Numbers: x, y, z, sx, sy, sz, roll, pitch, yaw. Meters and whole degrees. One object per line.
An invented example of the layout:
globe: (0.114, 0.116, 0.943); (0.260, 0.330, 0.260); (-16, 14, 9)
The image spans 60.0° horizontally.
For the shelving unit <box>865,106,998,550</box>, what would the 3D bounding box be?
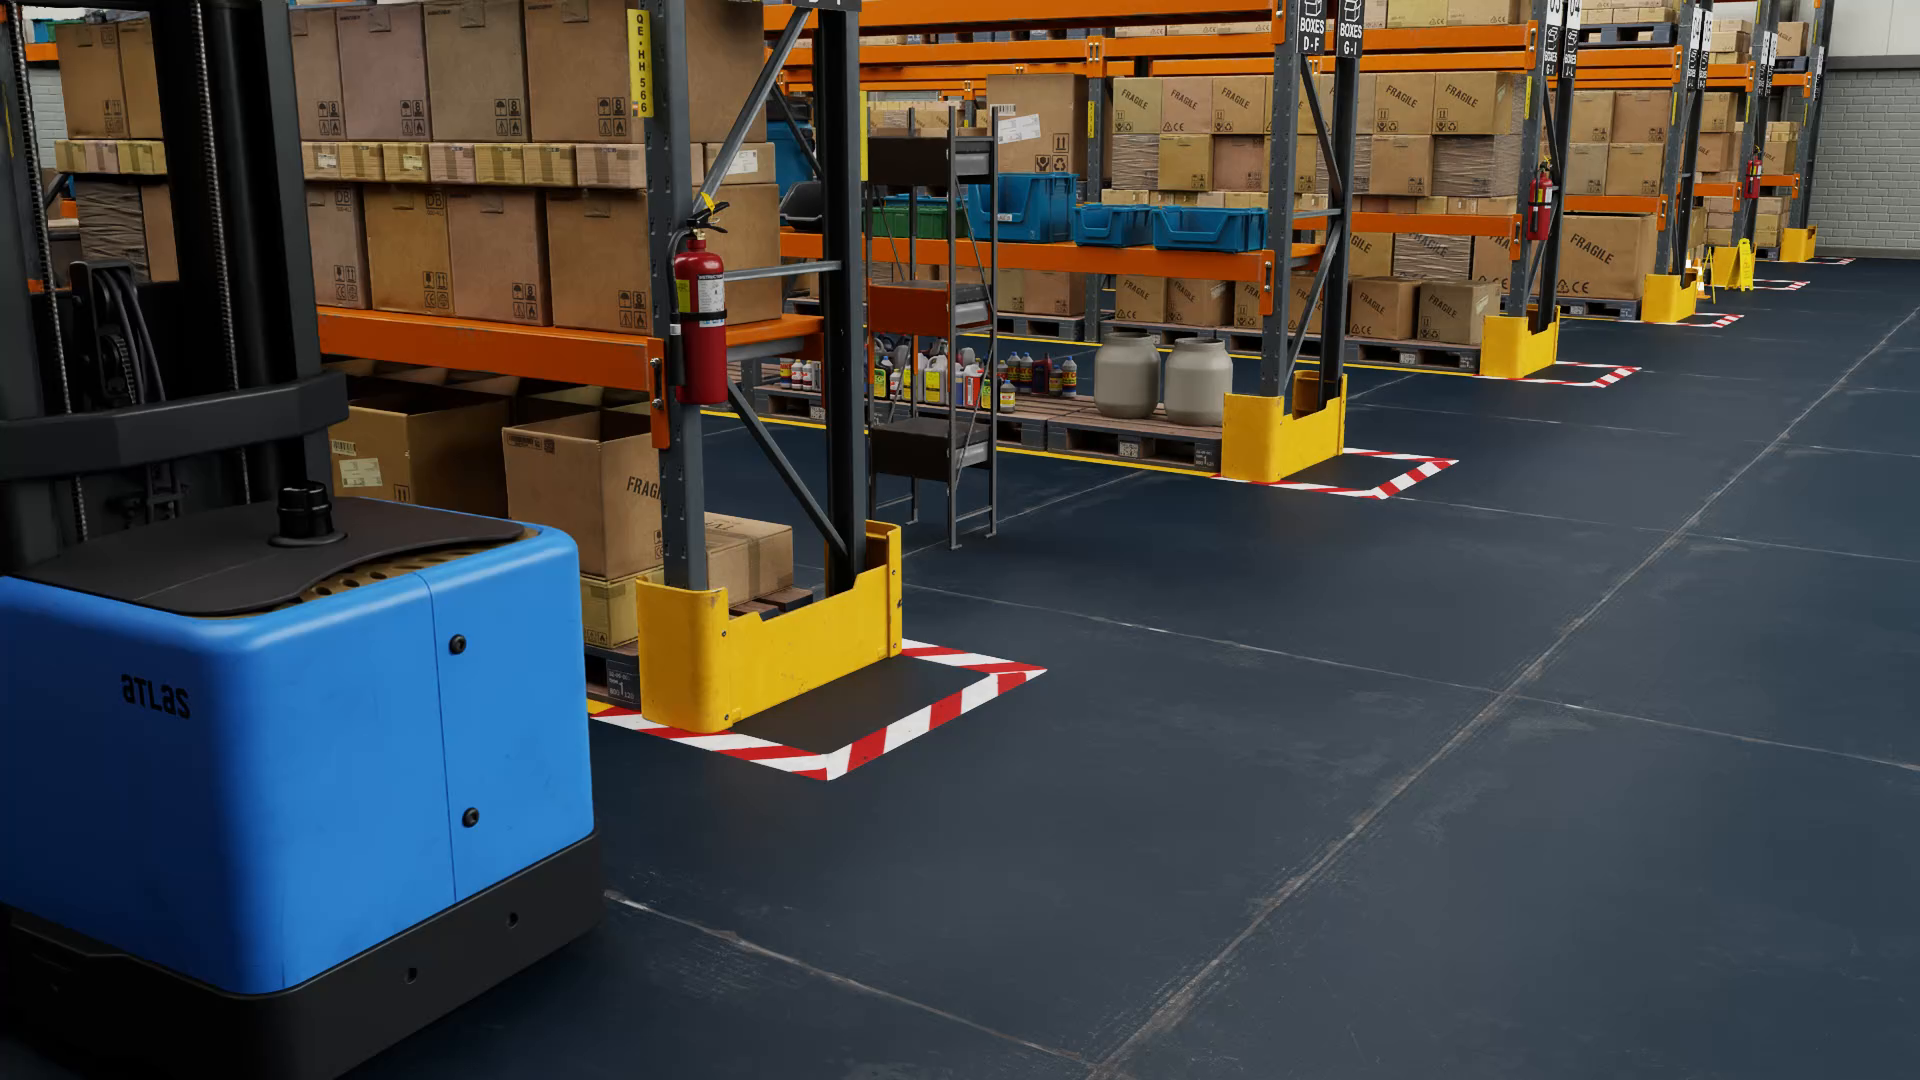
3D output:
shelving unit: (-0.137, -1.041, 8.161); (0.503, 2.100, 0.431); (9, 17, 33)

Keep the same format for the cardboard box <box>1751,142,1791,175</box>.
cardboard box: (12.583, -5.936, 25.851); (0.500, 0.500, 0.500); (9, 16, 32)

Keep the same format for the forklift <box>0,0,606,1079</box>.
forklift: (-2.426, -0.487, 4.191); (3.031, 2.935, 1.130); (8, 16, 29)

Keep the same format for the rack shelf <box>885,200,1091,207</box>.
rack shelf: (-0.139, -3.363, 17.163); (4.000, 0.370, 1.077); (9, 17, 33)

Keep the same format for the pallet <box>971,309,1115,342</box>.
pallet: (0.874, -2.195, 16.749); (1.213, 0.211, 1.003); (9, 17, 33)

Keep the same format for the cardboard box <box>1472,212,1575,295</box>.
cardboard box: (6.361, -3.251, 18.761); (0.875, 0.875, 0.875); (9, 16, 32)

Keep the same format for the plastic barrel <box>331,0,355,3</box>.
plastic barrel: (-5.032, -4.938, 14.018); (0.708, 0.830, 0.600); (9, 17, 33)

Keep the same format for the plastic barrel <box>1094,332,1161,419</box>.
plastic barrel: (1.071, -1.056, 10.652); (0.421, 0.512, 0.421); (0, 14, 0)

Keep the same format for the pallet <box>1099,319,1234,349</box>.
pallet: (2.098, -2.007, 15.993); (1.213, 0.211, 1.003); (9, 17, 33)

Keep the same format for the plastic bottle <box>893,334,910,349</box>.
plastic bottle: (-0.389, -1.329, 12.049); (0.185, 0.351, 0.144); (8, 16, 30)

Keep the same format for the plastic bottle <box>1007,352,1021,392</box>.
plastic bottle: (0.378, -1.174, 11.585); (0.097, 0.271, 0.097); (0, 14, 0)

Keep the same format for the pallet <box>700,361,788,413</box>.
pallet: (-1.917, -1.200, 12.733); (1.213, 0.211, 1.003); (9, 17, 33)

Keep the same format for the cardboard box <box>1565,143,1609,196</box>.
cardboard box: (6.890, -4.066, 18.193); (0.550, 0.550, 0.875); (9, 17, 33)

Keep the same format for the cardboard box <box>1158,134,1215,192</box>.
cardboard box: (2.255, -3.490, 15.353); (0.500, 0.500, 0.875); (9, 17, 33)

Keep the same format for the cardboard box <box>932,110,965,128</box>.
cardboard box: (-0.132, -7.035, 28.210); (0.500, 0.500, 0.500); (9, 17, 32)

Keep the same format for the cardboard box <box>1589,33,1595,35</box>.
cardboard box: (8.467, -6.842, 22.340); (0.250, 0.149, 0.380); (10, 17, 34)

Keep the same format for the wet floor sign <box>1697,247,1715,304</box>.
wet floor sign: (8.821, -3.131, 19.629); (0.232, 0.644, 0.267); (6, 15, 23)

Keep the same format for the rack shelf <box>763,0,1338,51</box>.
rack shelf: (0.416, -3.295, 10.646); (4.000, 0.370, 1.077); (9, 17, 33)

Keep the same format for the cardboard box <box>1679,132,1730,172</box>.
cardboard box: (9.767, -5.094, 21.833); (0.500, 0.500, 0.500); (9, 16, 32)

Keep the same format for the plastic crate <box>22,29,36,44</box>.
plastic crate: (-9.149, -4.952, 16.392); (0.466, 0.136, 0.293); (9, 17, 33)

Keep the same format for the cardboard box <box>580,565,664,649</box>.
cardboard box: (-1.302, 0.185, 6.182); (0.500, 0.250, 0.500); (9, 17, 33)

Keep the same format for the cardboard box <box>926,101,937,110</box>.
cardboard box: (-0.379, -7.412, 28.383); (0.250, 0.149, 0.380); (9, 17, 33)

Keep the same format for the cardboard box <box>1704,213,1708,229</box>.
cardboard box: (11.709, -5.123, 26.583); (0.500, 0.250, 0.500); (9, 16, 32)

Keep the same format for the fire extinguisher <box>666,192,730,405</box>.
fire extinguisher: (-0.853, -0.787, 5.420); (0.183, 0.674, 0.296); (9, 17, 33)

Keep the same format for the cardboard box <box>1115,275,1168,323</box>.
cardboard box: (1.831, -2.373, 15.994); (0.500, 0.500, 0.500); (9, 16, 31)

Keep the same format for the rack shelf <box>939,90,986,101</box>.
rack shelf: (1.521, -8.858, 33.119); (4.000, 0.370, 1.077); (9, 17, 33)

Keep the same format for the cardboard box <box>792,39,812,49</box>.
cardboard box: (-1.550, -5.250, 17.358); (0.500, 0.250, 0.500); (10, 17, 34)

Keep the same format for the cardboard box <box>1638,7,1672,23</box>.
cardboard box: (7.227, -5.446, 17.281); (0.250, 0.149, 0.380); (9, 17, 33)

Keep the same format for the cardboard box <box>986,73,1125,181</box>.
cardboard box: (0.940, -4.073, 16.414); (1.000, 1.000, 1.000); (9, 17, 33)

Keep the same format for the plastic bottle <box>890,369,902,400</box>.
plastic bottle: (-0.427, -1.053, 11.241); (0.097, 0.201, 0.097); (0, 14, 0)

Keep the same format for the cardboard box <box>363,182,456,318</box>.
cardboard box: (-1.919, -1.184, 6.655); (0.500, 0.500, 0.700); (9, 17, 33)

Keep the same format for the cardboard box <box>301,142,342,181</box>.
cardboard box: (-2.403, -1.517, 6.651); (0.250, 0.149, 0.380); (9, 16, 32)

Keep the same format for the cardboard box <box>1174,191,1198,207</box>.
cardboard box: (2.167, -3.137, 15.278); (0.250, 0.149, 0.380); (9, 17, 33)

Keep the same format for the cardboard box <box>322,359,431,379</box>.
cardboard box: (-2.679, -0.548, 7.583); (0.500, 0.500, 0.500); (9, 17, 33)

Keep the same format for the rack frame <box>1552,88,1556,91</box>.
rack frame: (9.819, -6.410, 27.975); (0.127, 3.000, 1.000); (9, 17, 33)

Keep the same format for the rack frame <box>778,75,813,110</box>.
rack frame: (-2.265, -5.492, 24.268); (0.127, 3.000, 1.000); (9, 17, 33)

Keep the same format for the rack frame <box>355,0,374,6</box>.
rack frame: (-4.562, -2.993, 14.171); (0.127, 3.000, 1.000); (9, 17, 33)

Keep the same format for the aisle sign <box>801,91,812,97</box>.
aisle sign: (-2.792, -8.363, 30.453); (0.004, 0.787, 0.394); (9, 17, 33)

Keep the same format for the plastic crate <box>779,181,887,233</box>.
plastic crate: (-0.880, -2.331, 11.625); (0.504, 0.338, 0.767); (9, 17, 33)

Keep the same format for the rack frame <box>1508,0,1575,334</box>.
rack frame: (4.840, -2.908, 13.826); (0.127, 3.000, 1.000); (9, 17, 33)

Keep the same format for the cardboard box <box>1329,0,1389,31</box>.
cardboard box: (3.462, -4.442, 14.093); (0.500, 0.250, 0.500); (10, 17, 34)

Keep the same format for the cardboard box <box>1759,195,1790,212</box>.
cardboard box: (12.845, -5.330, 26.381); (0.500, 0.250, 0.500); (9, 16, 32)

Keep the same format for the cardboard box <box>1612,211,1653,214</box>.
cardboard box: (9.126, -4.241, 22.502); (0.500, 0.500, 0.500); (10, 17, 35)

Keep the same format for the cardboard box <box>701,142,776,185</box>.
cardboard box: (-0.897, -1.392, 6.145); (0.250, 0.149, 0.380); (9, 17, 32)

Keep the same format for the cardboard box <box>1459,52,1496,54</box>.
cardboard box: (7.264, -6.834, 23.138); (0.500, 0.250, 0.500); (9, 16, 32)

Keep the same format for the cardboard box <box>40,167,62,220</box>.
cardboard box: (-5.076, -1.695, 8.719); (0.500, 0.500, 0.500); (11, 17, 37)

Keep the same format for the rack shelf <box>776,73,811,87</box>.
rack shelf: (-3.925, -6.867, 25.077); (4.000, 0.370, 1.077); (9, 17, 33)

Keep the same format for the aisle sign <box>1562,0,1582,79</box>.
aisle sign: (5.059, -4.221, 13.722); (0.004, 0.787, 0.394); (9, 17, 33)

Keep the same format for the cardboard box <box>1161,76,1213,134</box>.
cardboard box: (2.168, -3.944, 15.107); (0.500, 0.500, 0.500); (9, 17, 33)

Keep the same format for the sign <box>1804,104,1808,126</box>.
sign: (12.824, -6.444, 25.211); (0.005, 0.325, 0.100); (9, 17, 33)

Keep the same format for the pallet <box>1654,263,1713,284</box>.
pallet: (9.653, -3.656, 22.653); (1.213, 0.211, 1.003); (9, 17, 33)

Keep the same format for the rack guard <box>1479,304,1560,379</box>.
rack guard: (4.777, -1.704, 14.168); (0.348, 0.500, 1.175); (9, 17, 33)

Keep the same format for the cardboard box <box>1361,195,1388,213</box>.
cardboard box: (3.662, -2.918, 14.391); (0.250, 0.149, 0.380); (9, 17, 33)

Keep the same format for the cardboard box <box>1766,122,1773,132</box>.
cardboard box: (12.501, -6.414, 25.816); (0.250, 0.149, 0.380); (9, 17, 33)
